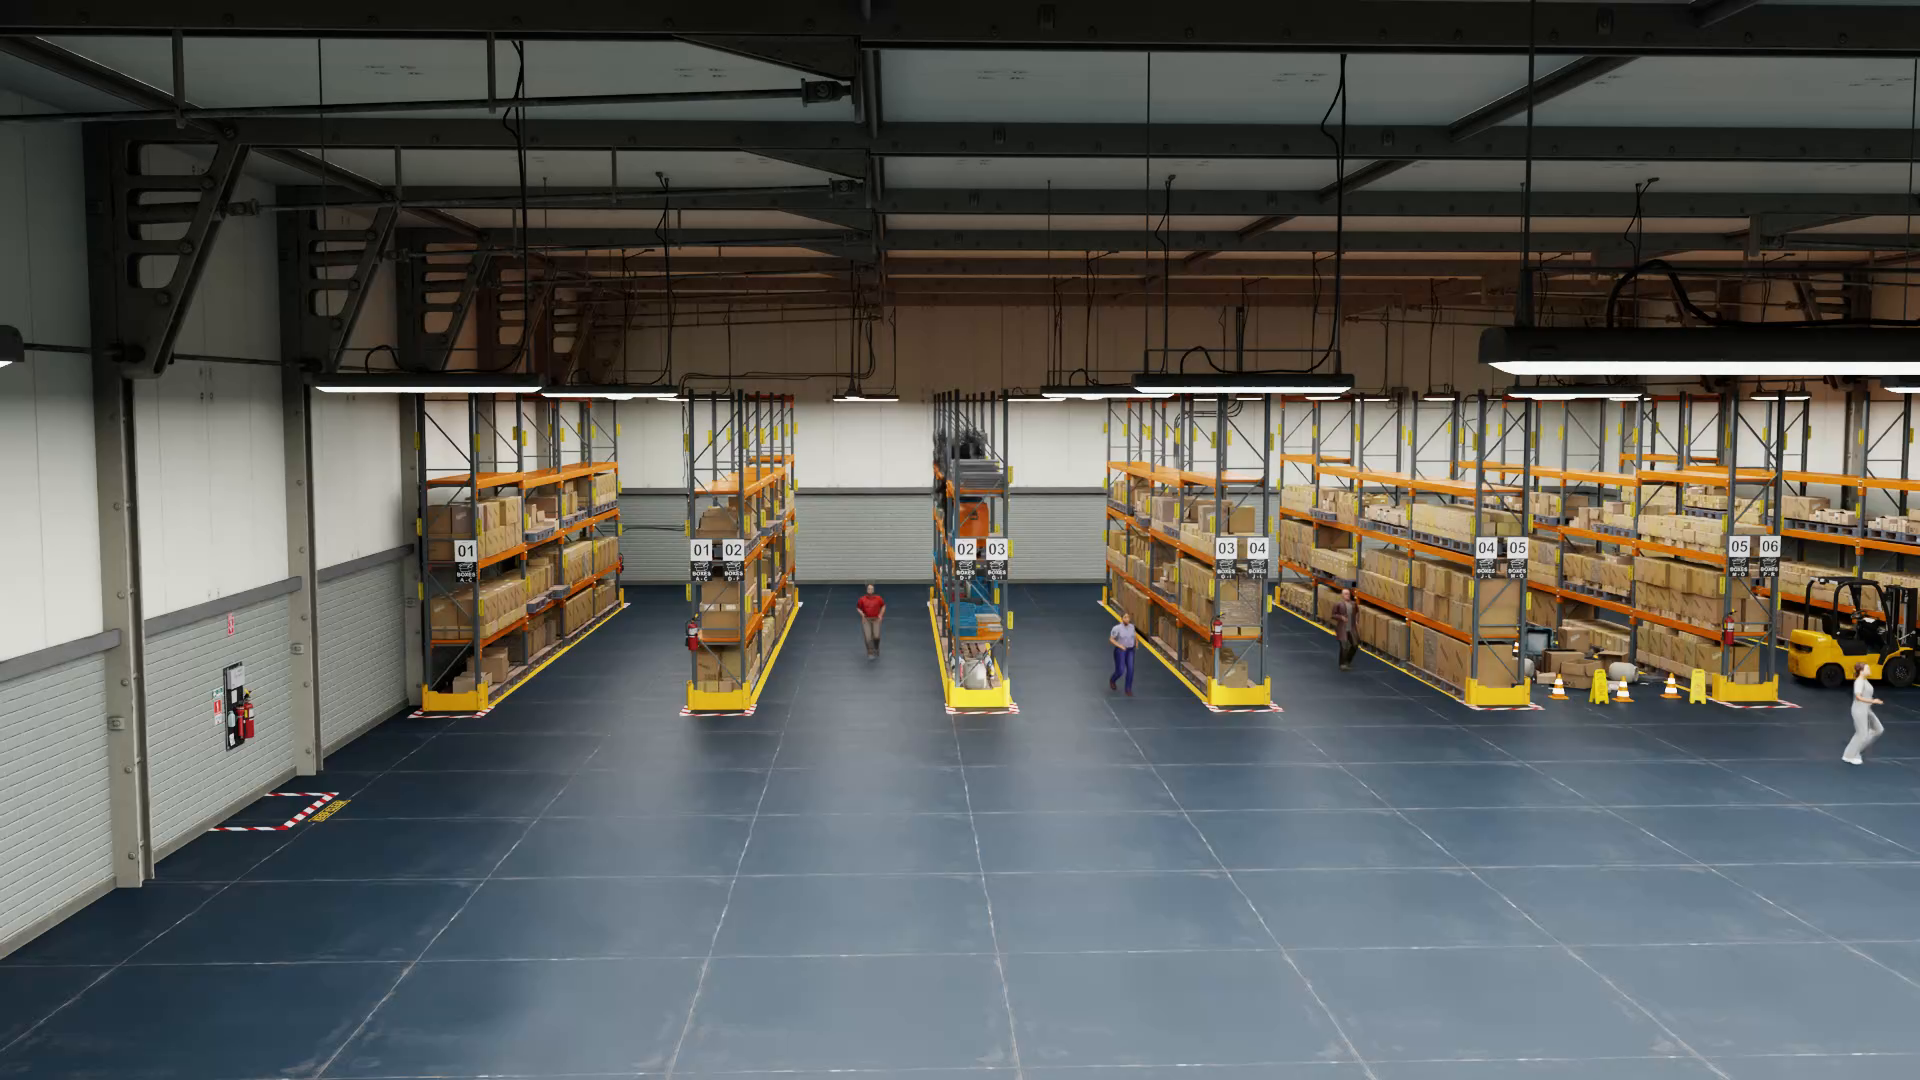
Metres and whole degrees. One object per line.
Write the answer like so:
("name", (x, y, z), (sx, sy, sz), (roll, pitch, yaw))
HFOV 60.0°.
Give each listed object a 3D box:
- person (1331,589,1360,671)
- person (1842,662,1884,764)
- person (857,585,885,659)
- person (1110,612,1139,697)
("person", (8.310, 1.942, 35.641), (0.692, 1.772, 0.686), (0, 5, -6))
("person", (14.345, 2.740, 26.385), (0.568, 1.641, 0.616), (4, 6, 39))
("person", (-1.984, 1.842, 37.204), (0.638, 1.681, 0.586), (0, 5, -4))
("person", (3.241, 2.247, 32.845), (0.631, 1.643, 0.763), (-2, 5, -18))
